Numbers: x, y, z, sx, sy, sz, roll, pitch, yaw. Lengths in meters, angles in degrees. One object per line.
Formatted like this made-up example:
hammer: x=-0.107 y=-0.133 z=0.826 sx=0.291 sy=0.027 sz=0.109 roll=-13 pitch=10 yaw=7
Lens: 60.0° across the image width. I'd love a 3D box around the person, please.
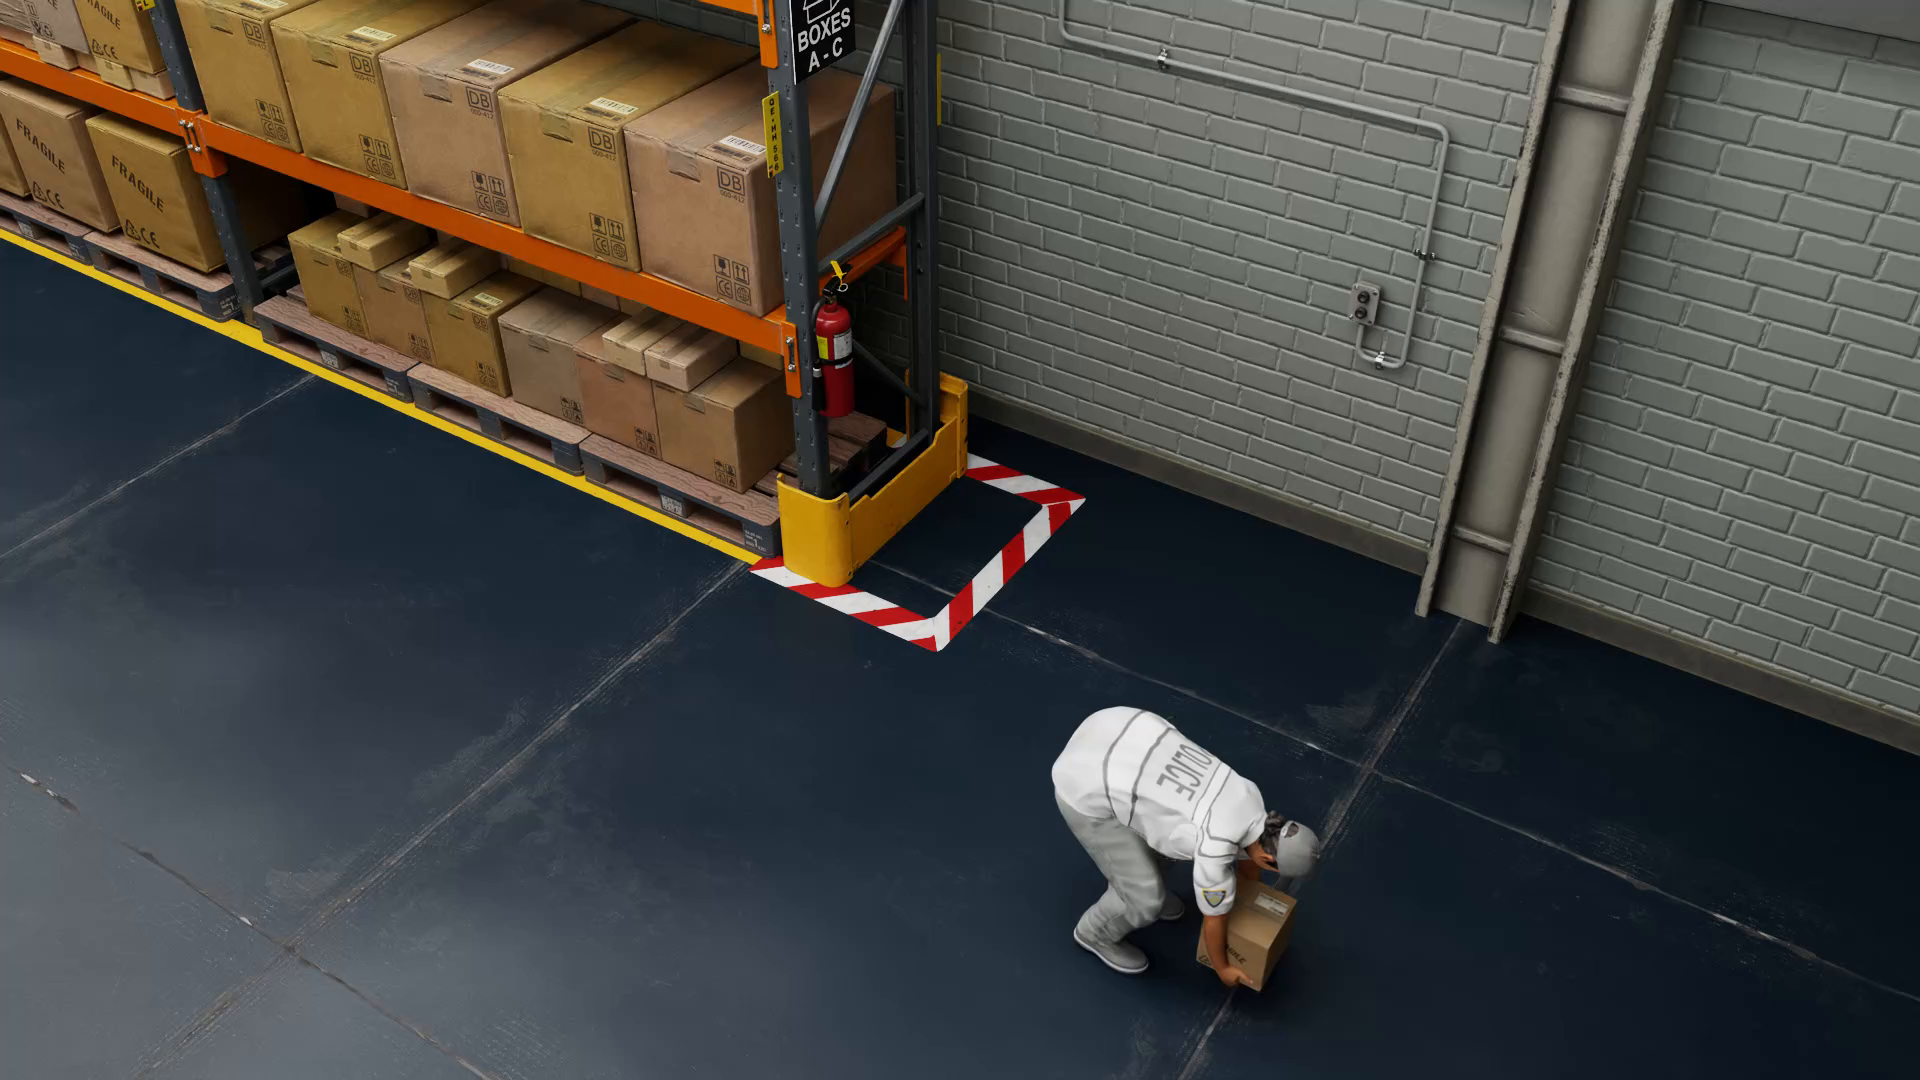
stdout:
person: x=0.777 y=1.111 z=5.831 sx=0.945 sy=0.990 sz=0.503 roll=20 pitch=43 yaw=23
